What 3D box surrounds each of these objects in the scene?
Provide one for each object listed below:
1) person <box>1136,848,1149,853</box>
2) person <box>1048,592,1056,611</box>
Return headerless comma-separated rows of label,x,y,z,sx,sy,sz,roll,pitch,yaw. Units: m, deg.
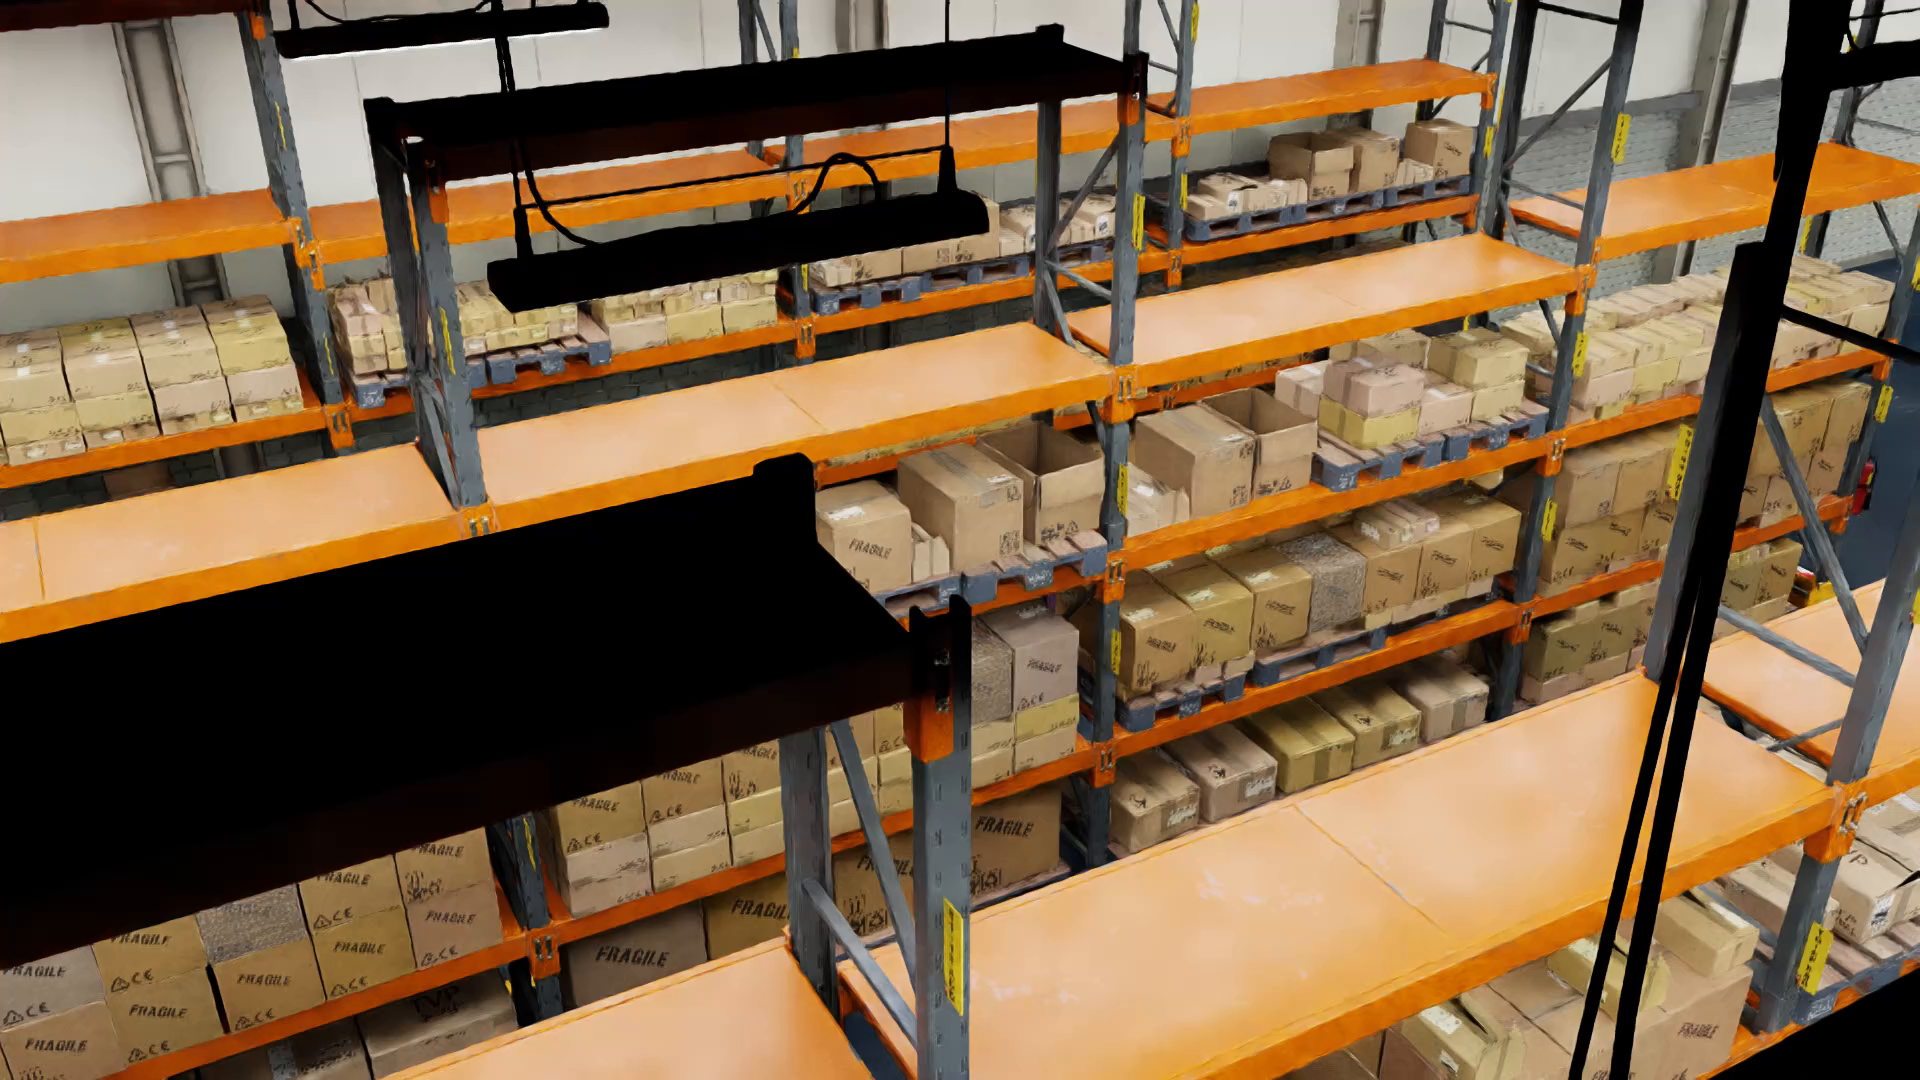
person,1.101,2.612,10.201,0.668,1.721,0.594,-1,28,-3
person,0.868,0.614,14.107,0.467,1.599,0.454,1,28,1
